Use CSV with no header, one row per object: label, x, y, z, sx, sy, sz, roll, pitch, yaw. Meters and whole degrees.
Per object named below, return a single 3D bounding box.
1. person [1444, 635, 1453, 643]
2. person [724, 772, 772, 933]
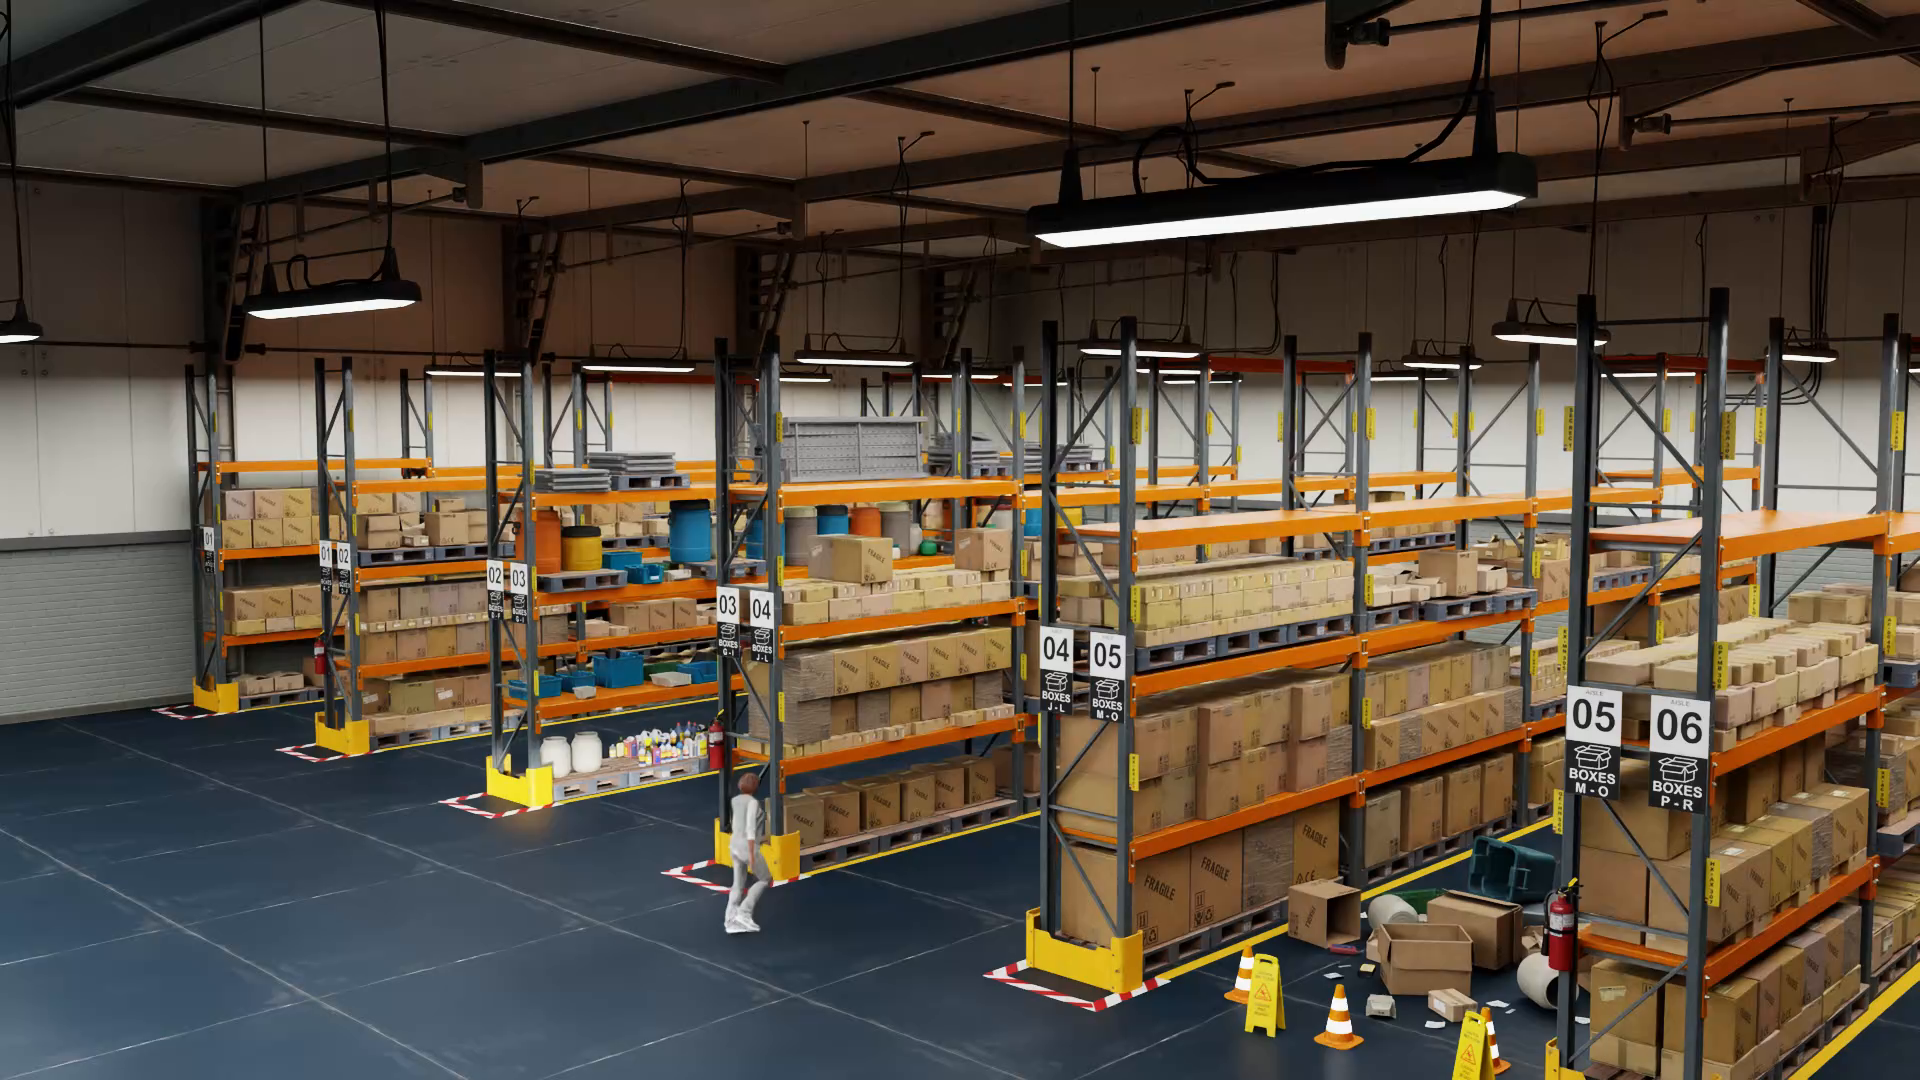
person,8.188,2.299,27.328,0.792,1.512,0.586,-3,5,-37
person,-2.136,3.104,16.497,0.468,1.568,0.455,-3,5,-36
